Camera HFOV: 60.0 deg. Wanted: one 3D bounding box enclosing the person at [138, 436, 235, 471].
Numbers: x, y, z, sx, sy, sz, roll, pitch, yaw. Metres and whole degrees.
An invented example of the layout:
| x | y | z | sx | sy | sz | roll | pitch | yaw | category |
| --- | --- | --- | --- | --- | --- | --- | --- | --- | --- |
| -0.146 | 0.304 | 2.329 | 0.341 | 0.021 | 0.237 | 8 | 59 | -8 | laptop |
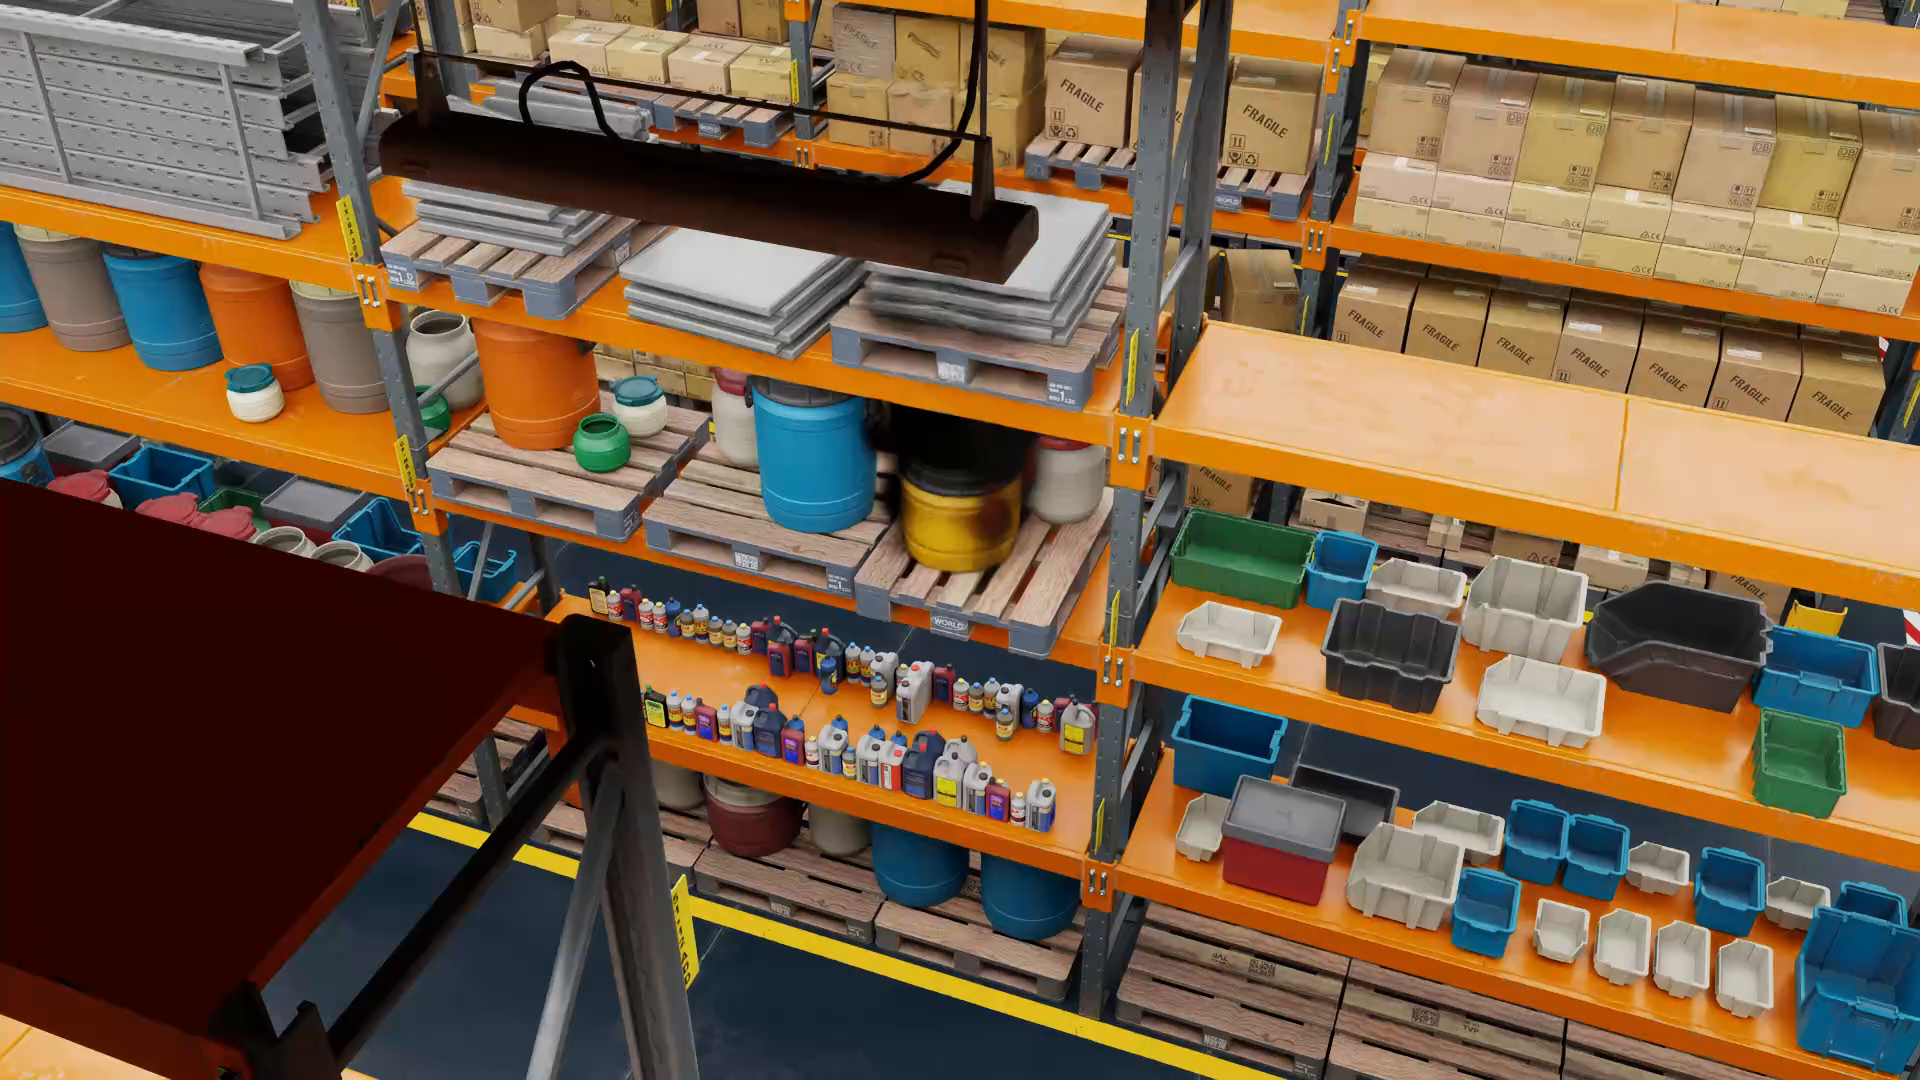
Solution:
| x | y | z | sx | sy | sz | roll | pitch | yaw | category |
| --- | --- | --- | --- | --- | --- | --- | --- | --- | --- |
| -6.534 | -1.270 | 13.571 | 0.906 | 1.813 | 0.704 | 6 | 37 | 8 | person |
